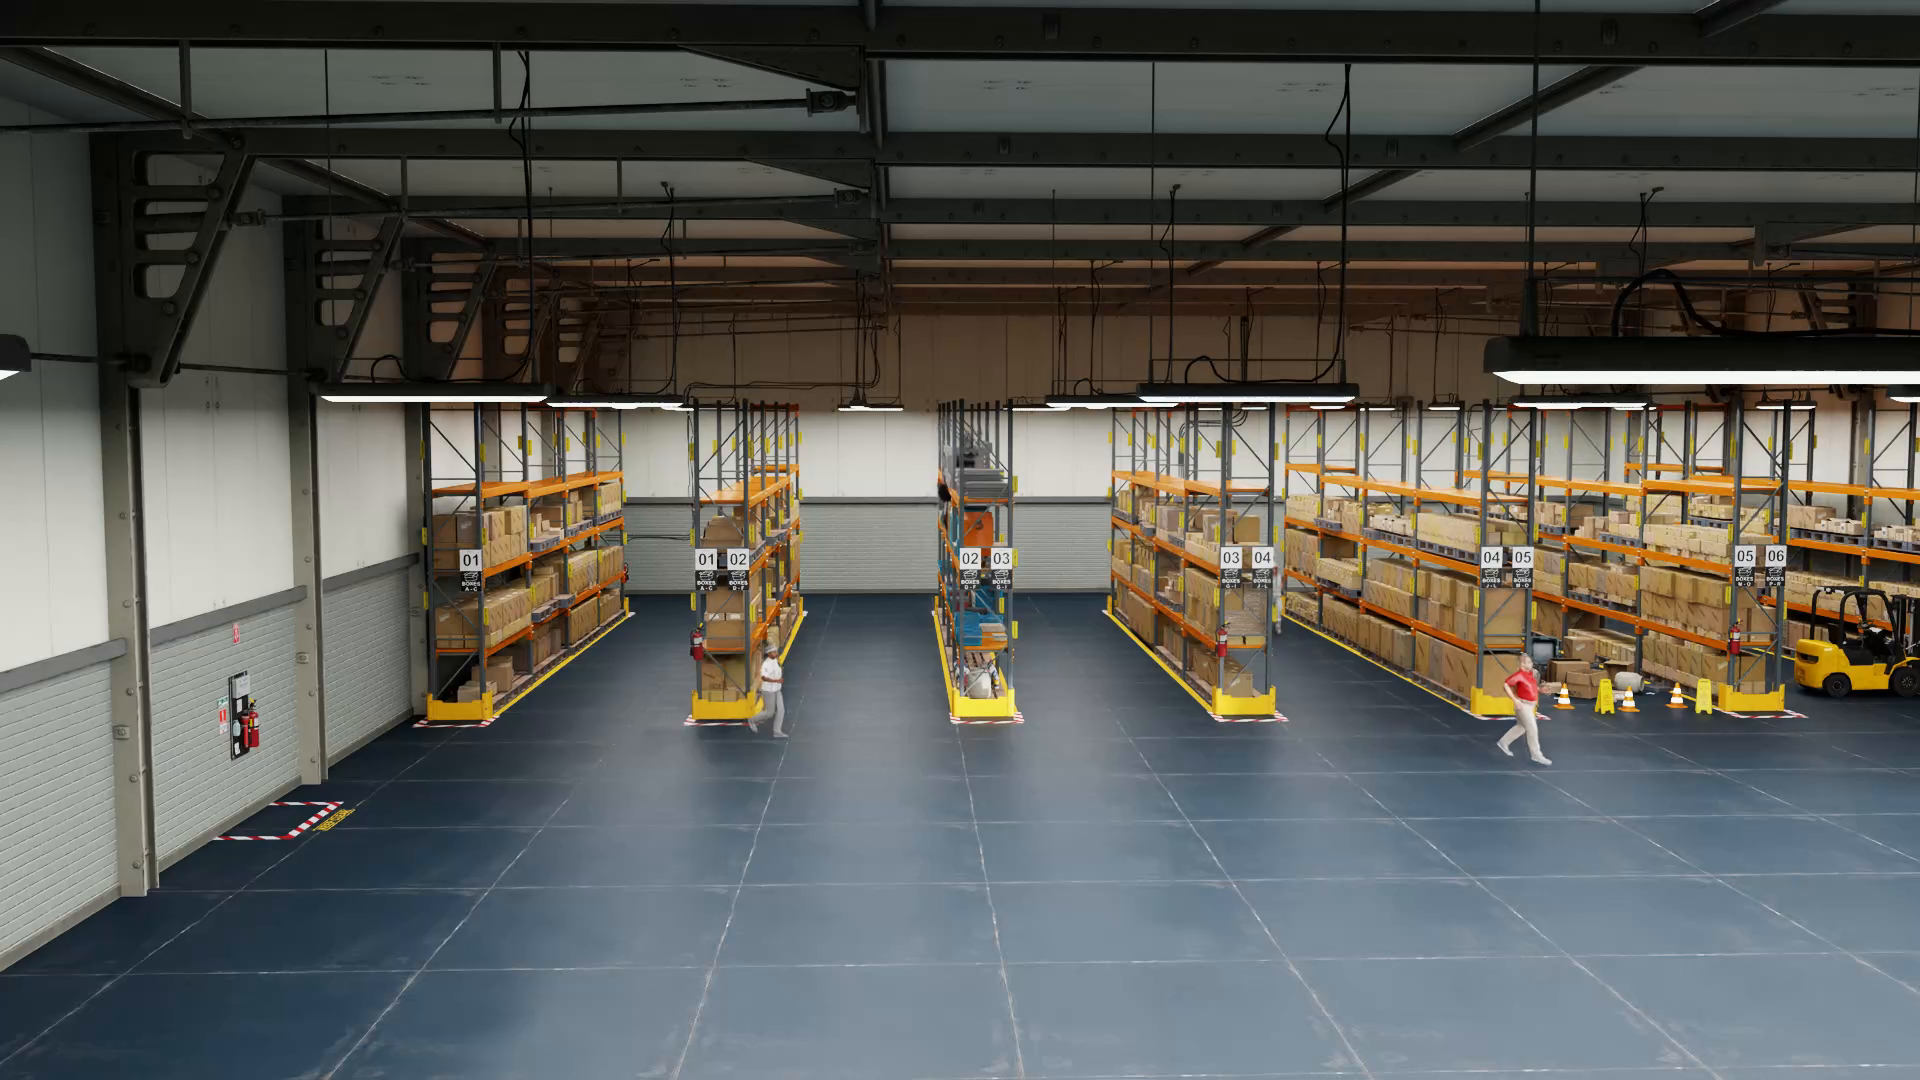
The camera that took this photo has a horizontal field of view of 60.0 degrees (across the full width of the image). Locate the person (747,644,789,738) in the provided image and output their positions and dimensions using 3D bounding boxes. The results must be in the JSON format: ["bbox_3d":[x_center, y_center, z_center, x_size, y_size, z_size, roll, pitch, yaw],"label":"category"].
[{"bbox_3d":[-3.370,2.653,29.379,0.758,1.668,0.581,2,5,20],"label":"person"}]

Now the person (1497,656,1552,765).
[{"bbox_3d":[9.282,2.761,27.295,0.946,1.722,0.666,3,6,38],"label":"person"}]

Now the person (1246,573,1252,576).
[{"bbox_3d":[8.311,1.193,48.649,0.860,1.673,0.866,-1,4,-15],"label":"person"}]

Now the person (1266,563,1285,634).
[{"bbox_3d":[8.204,1.509,43.433,0.639,1.819,0.828,0,4,-4],"label":"person"}]
